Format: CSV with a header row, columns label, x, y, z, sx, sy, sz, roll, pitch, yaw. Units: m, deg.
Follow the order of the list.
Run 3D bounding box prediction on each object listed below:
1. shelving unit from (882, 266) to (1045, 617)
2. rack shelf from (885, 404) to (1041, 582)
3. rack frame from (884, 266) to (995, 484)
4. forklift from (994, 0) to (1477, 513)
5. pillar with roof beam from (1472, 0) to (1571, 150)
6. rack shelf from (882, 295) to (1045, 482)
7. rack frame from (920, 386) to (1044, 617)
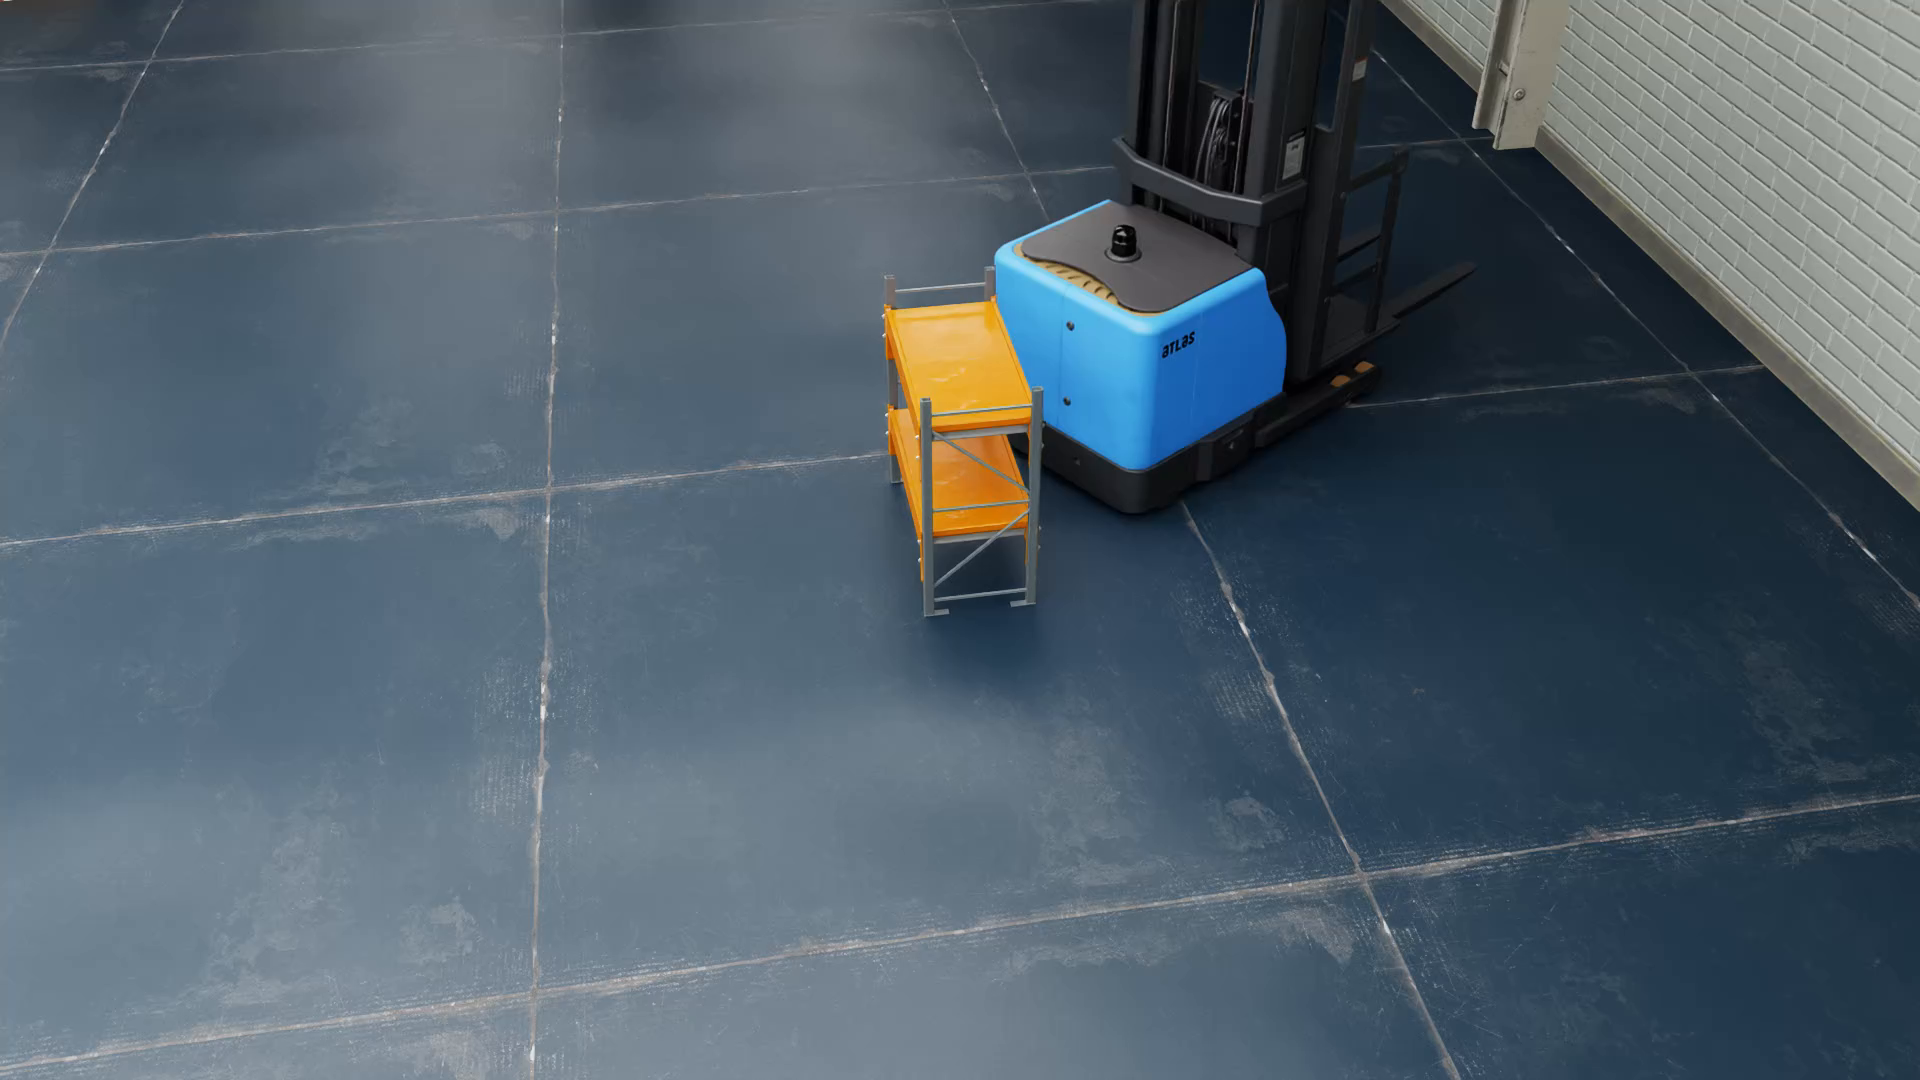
label,x,y,z,sx,sy,sz,roll,pitch,yaw
shelving unit,-0.001,-0.448,7.410,0.538,1.125,1.048,-6,38,-8
rack shelf,-0.001,-0.255,7.560,0.538,0.278,1.000,-6,38,-8
rack frame,-0.090,-0.755,7.805,0.500,1.125,0.032,-6,38,-8
forklift,1.576,-2.059,8.012,3.031,2.935,1.130,-29,46,-32
pillar with roof beam,-0.543,-5.832,7.922,9.100,9.000,0.400,-6,38,-8
rack shelf,-0.001,-0.679,7.231,0.538,0.278,1.000,-6,38,-8
rack frame,0.088,-0.141,7.015,0.500,1.125,0.032,-6,38,-8
